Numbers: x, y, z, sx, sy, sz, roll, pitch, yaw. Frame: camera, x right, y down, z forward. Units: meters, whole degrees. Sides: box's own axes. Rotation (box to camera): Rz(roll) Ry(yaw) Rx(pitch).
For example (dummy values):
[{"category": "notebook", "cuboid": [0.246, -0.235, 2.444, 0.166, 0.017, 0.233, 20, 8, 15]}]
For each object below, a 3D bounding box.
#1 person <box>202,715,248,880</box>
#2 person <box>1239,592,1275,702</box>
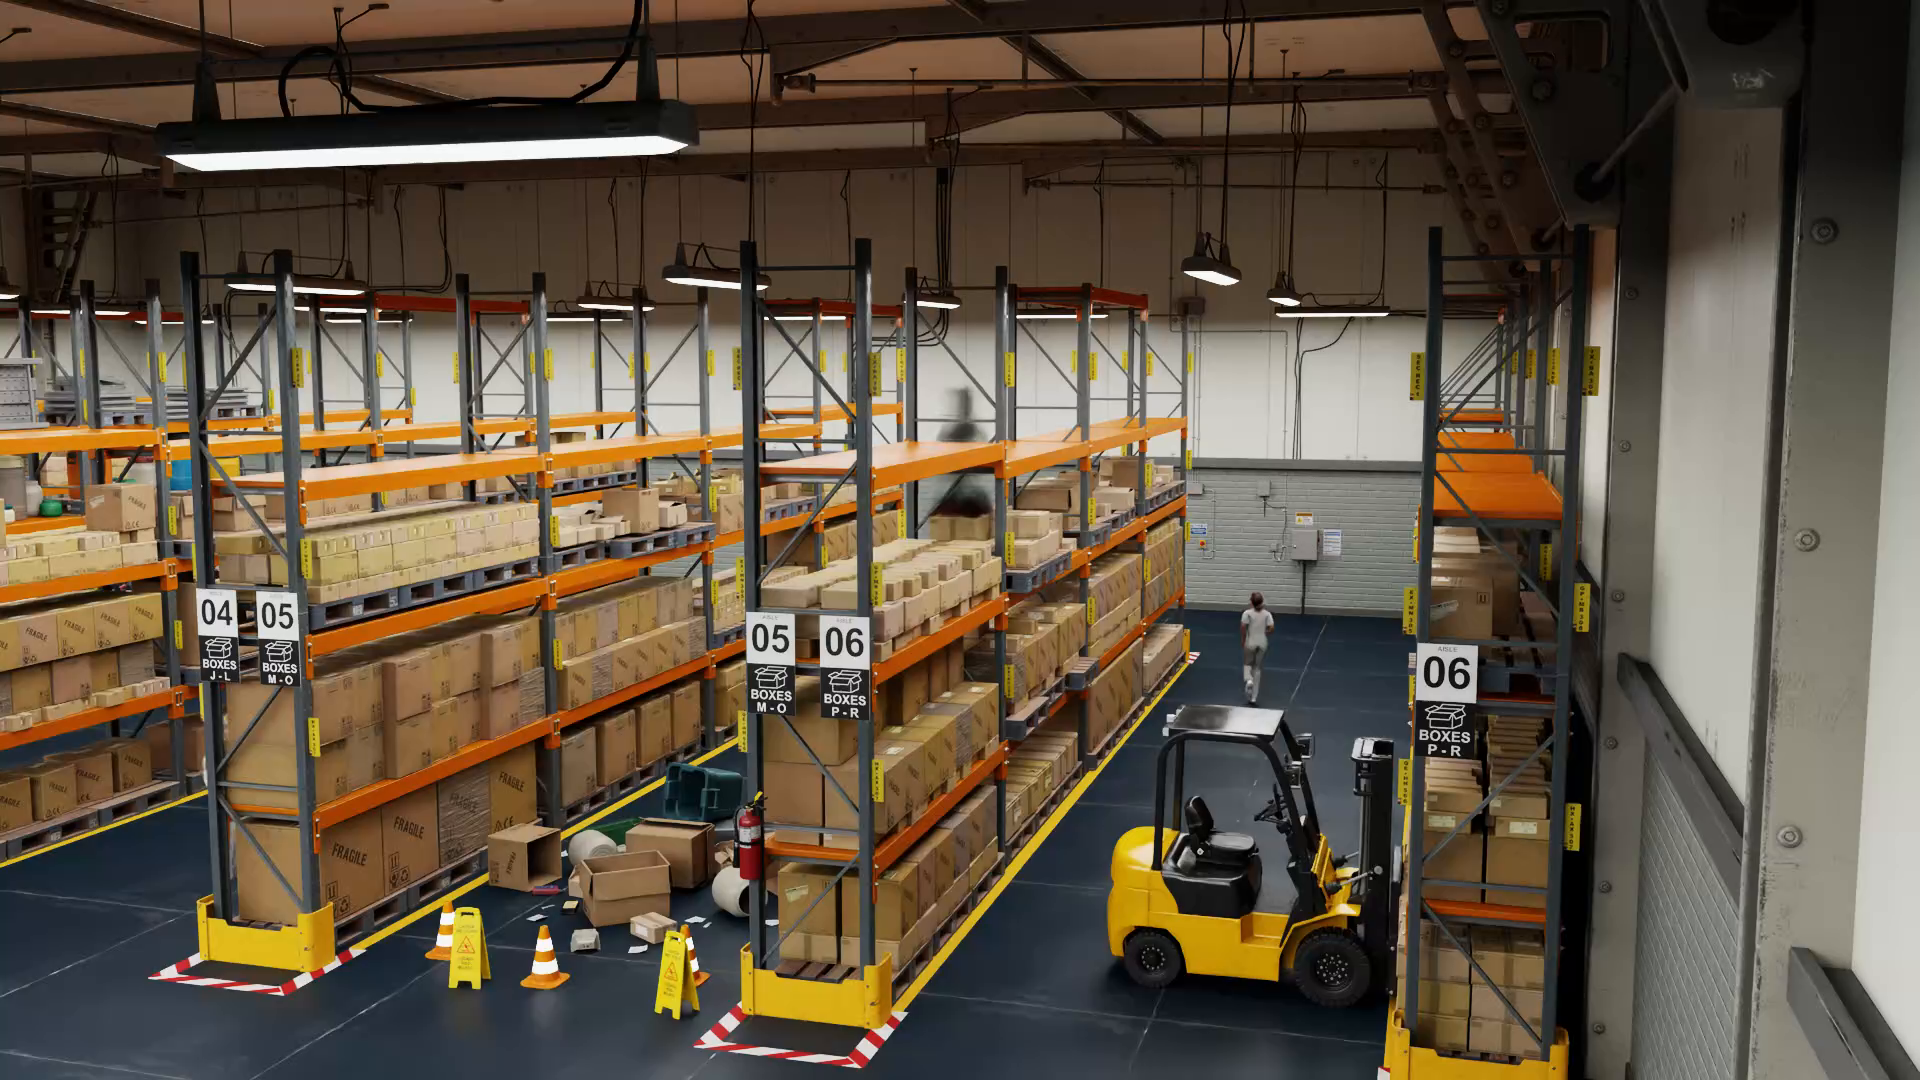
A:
[{"category": "person", "cuboid": [-7.235, 2.521, 16.650, 0.636, 1.661, 0.751, 0, 6, -2]}, {"category": "person", "cuboid": [4.404, 1.597, 24.791, 0.553, 1.619, 0.583, 0, 6, -3]}]
